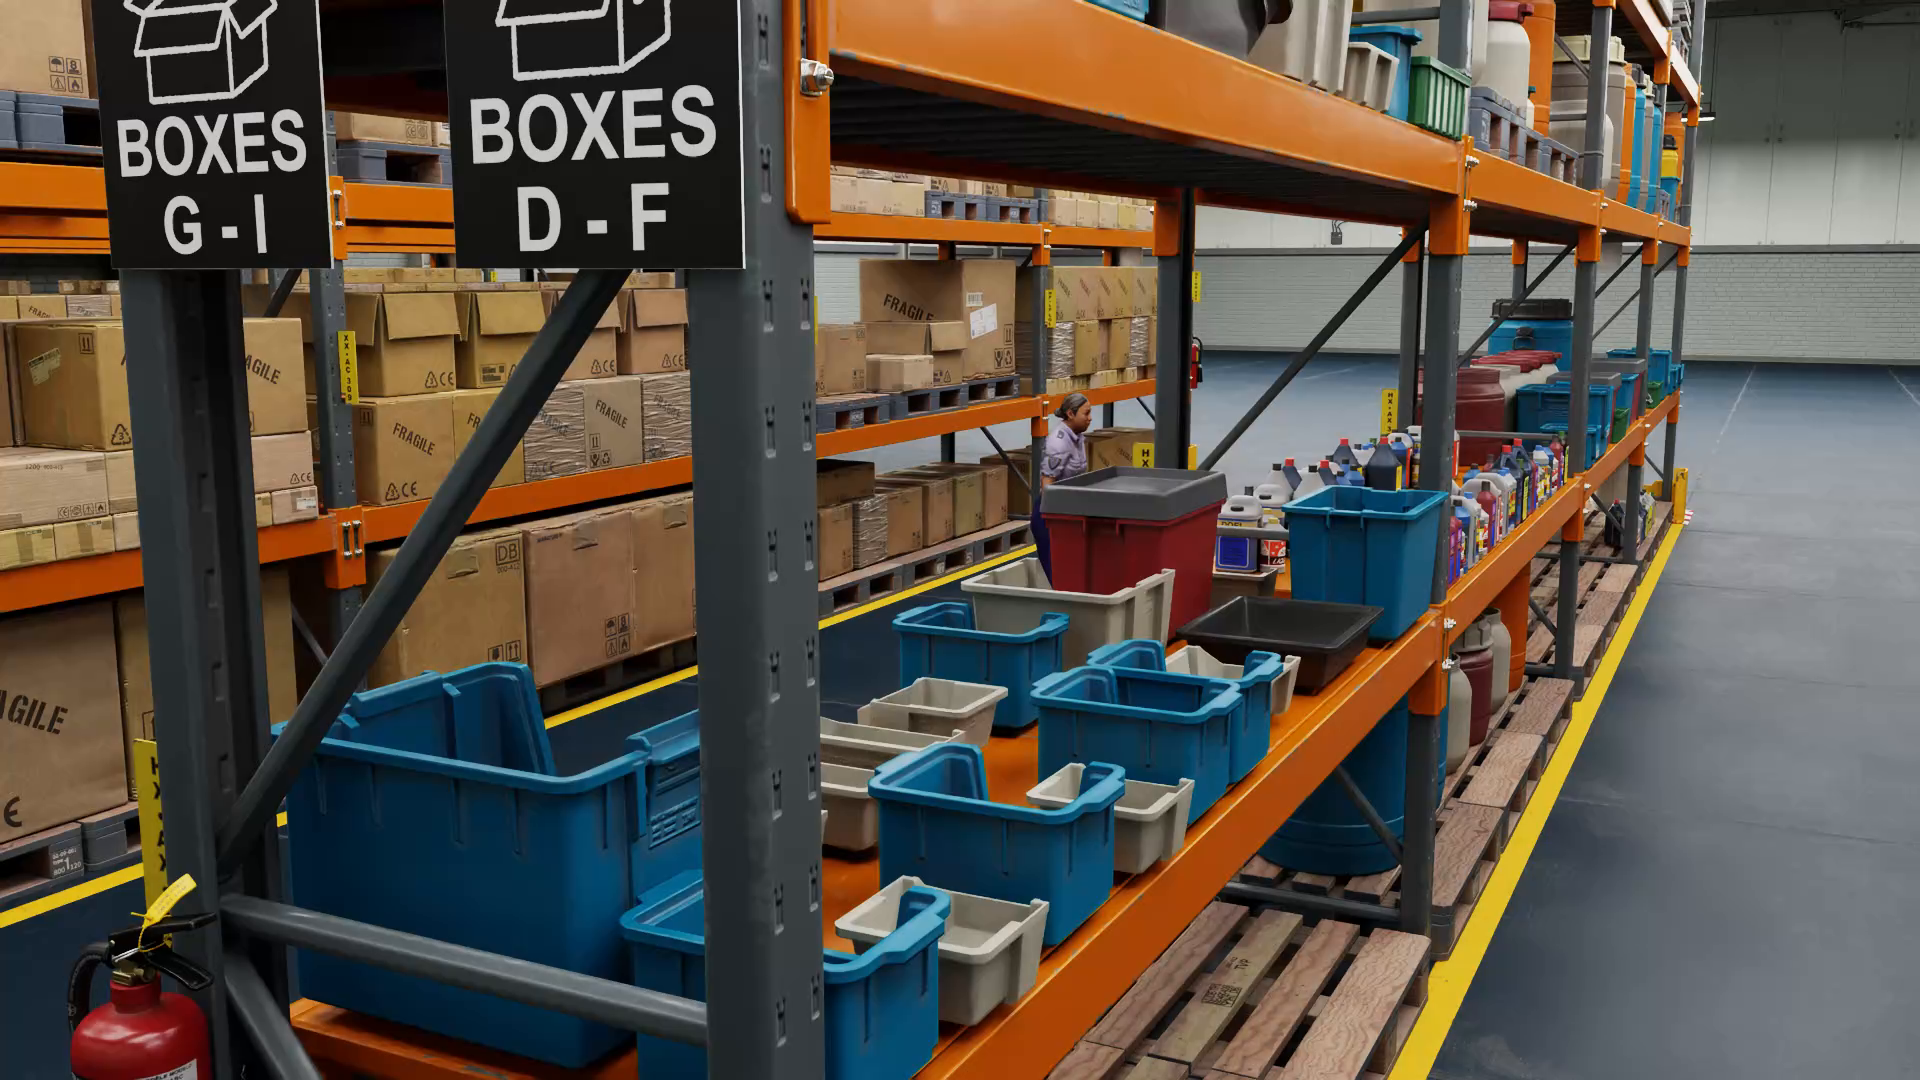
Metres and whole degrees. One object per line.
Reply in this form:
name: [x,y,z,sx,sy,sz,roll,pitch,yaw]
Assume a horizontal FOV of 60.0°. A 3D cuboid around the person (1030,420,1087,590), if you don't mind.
person: [0.656,-0.029,10.624,0.369,1.476,0.554,4,10,23]
